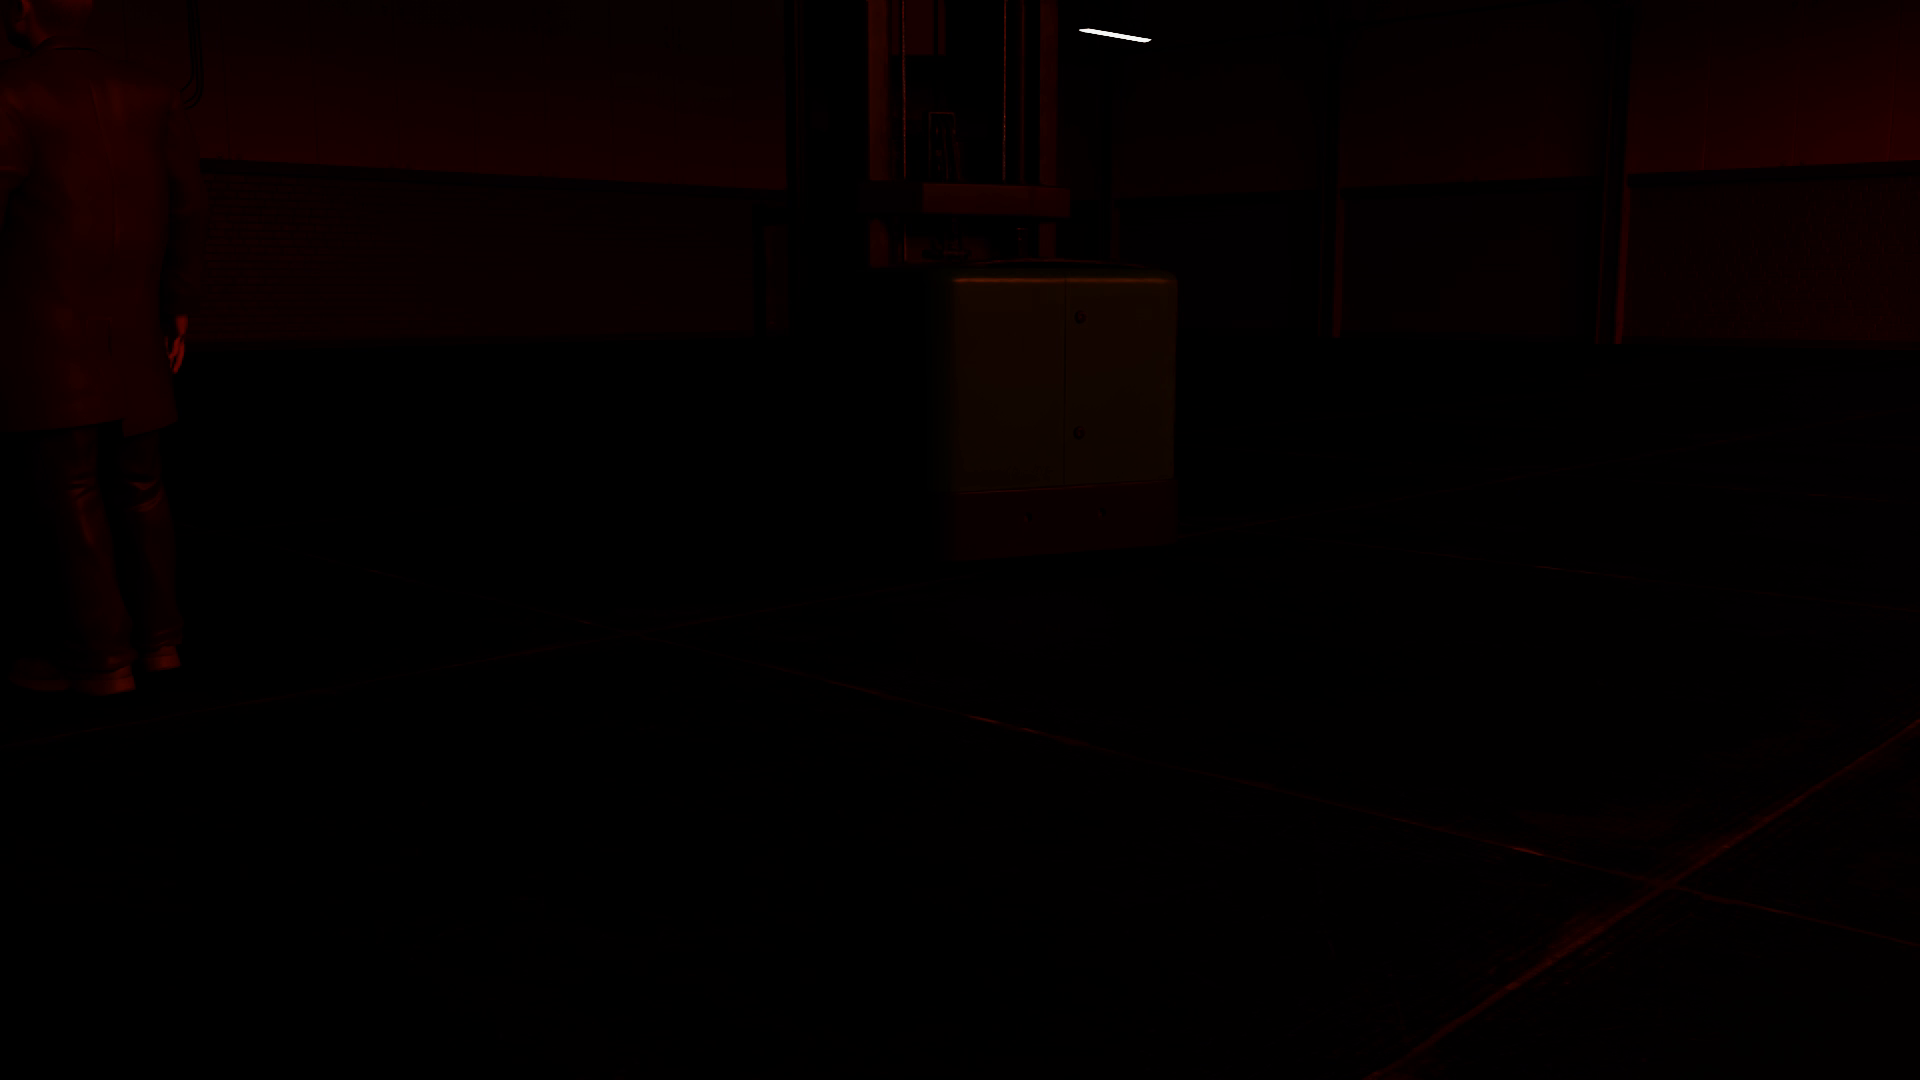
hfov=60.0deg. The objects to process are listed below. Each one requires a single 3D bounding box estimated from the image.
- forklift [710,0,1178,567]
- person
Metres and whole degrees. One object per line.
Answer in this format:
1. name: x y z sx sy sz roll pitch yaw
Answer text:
1. forklift: -0.297 -1.532 7.050 1.130 2.935 3.031 -4 10 -26
2. person: -2.220 -0.507 4.065 0.583 1.776 0.695 5 10 30
